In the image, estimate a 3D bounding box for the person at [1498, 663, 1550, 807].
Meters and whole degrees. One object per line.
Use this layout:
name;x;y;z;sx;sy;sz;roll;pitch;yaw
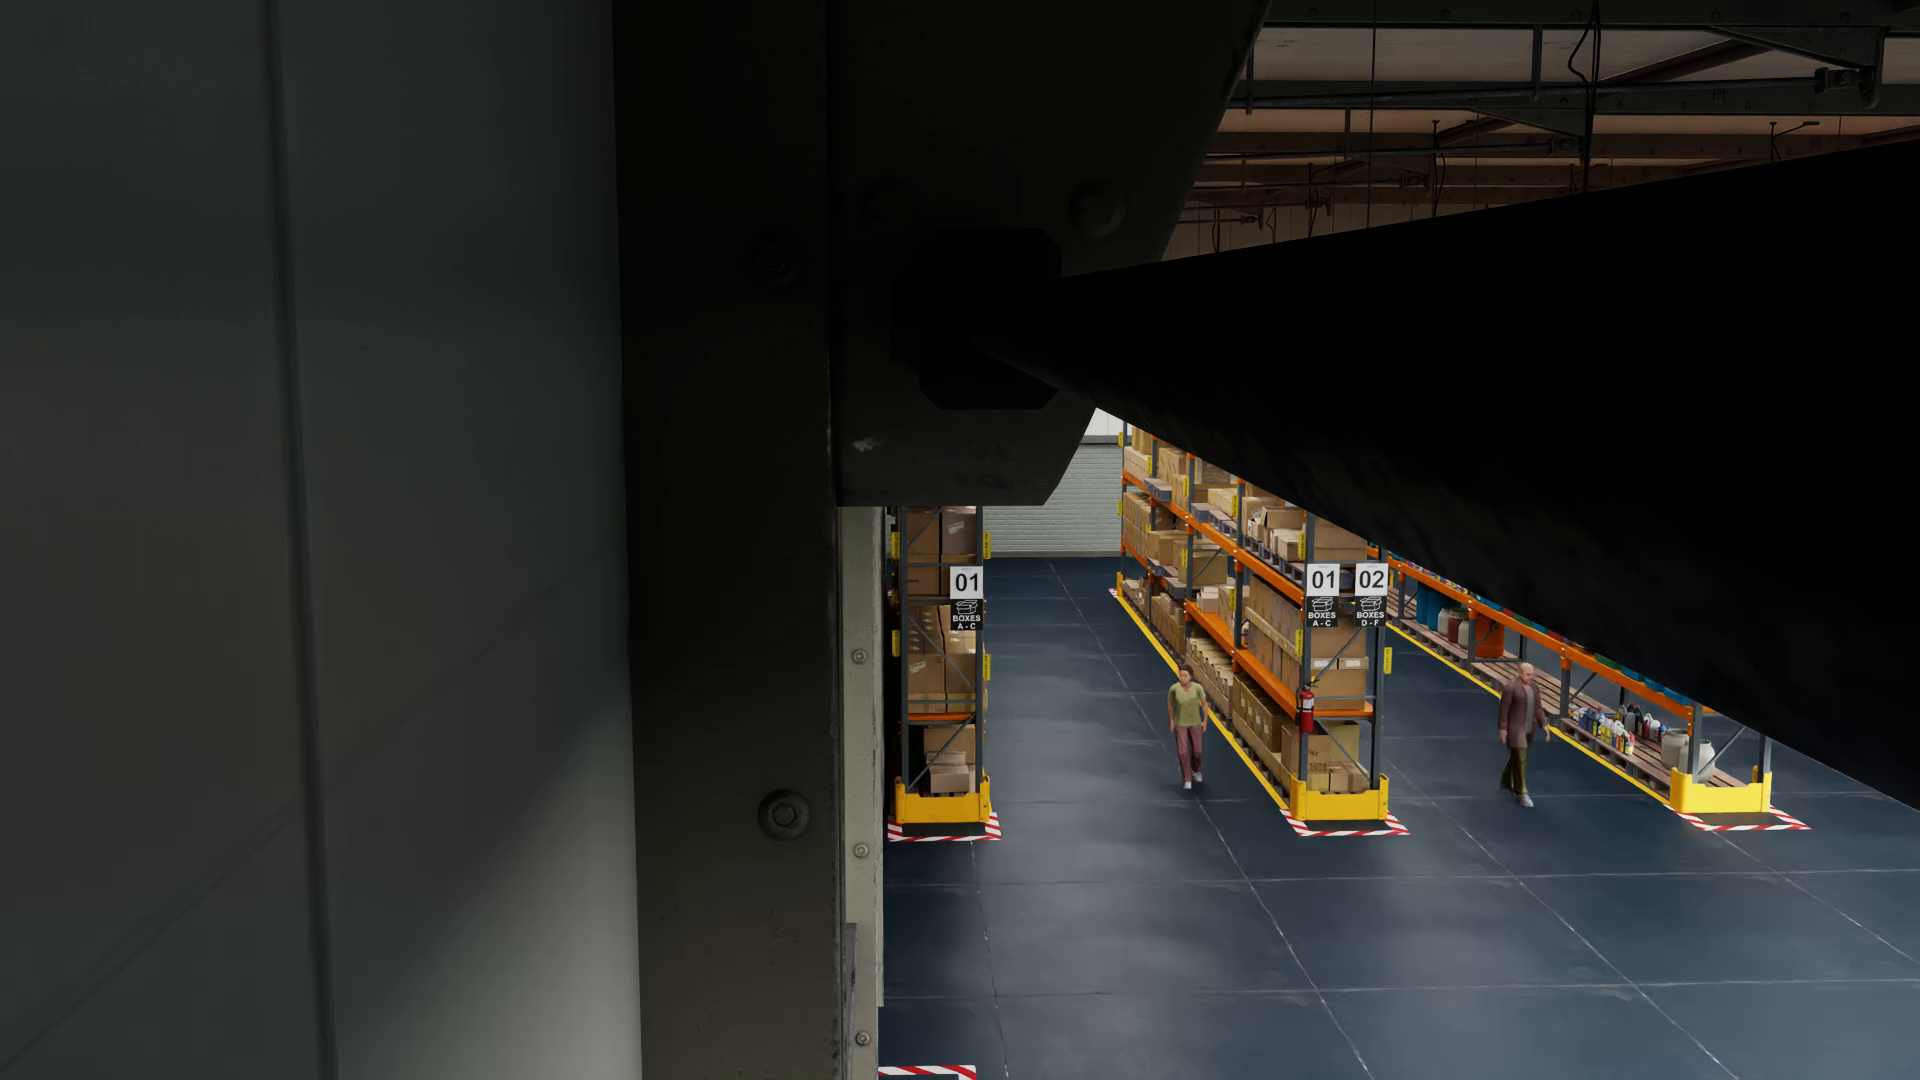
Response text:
person;7.241;2.475;21.400;0.631;1.799;0.706;-4;9;-28

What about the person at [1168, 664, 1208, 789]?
person;3.013;2.436;22.029;0.524;1.654;0.523;1;8;7
